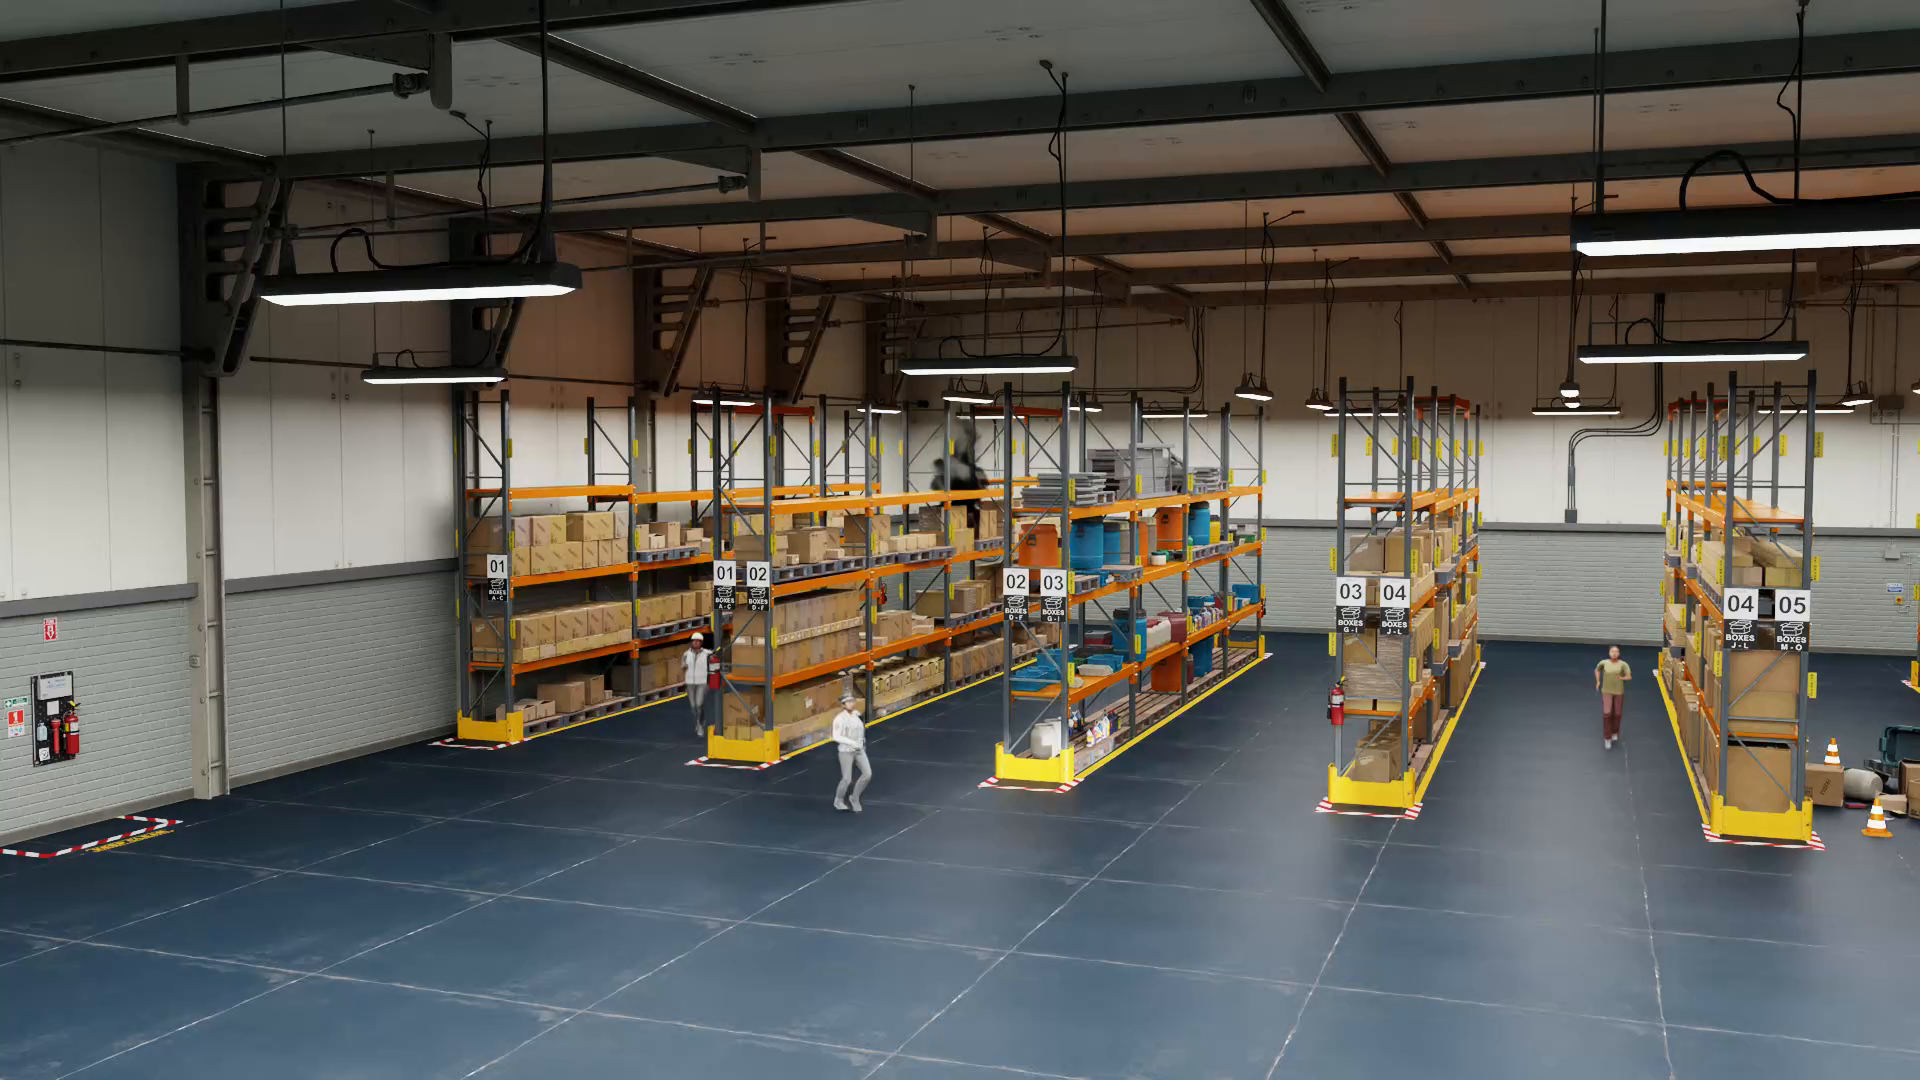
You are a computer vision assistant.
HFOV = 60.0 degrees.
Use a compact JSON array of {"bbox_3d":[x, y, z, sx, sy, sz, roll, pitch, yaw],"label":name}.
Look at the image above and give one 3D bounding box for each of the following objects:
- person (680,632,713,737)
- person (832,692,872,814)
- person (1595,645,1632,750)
[{"bbox_3d":[-4.582,2.524,29.018,0.637,1.814,0.711,1,3,11],"label":"person"},{"bbox_3d":[-1.484,2.911,22.819,0.619,1.685,0.644,-2,4,-38],"label":"person"},{"bbox_3d":[10.990,2.613,27.981,0.550,1.715,0.830,1,3,17],"label":"person"}]
